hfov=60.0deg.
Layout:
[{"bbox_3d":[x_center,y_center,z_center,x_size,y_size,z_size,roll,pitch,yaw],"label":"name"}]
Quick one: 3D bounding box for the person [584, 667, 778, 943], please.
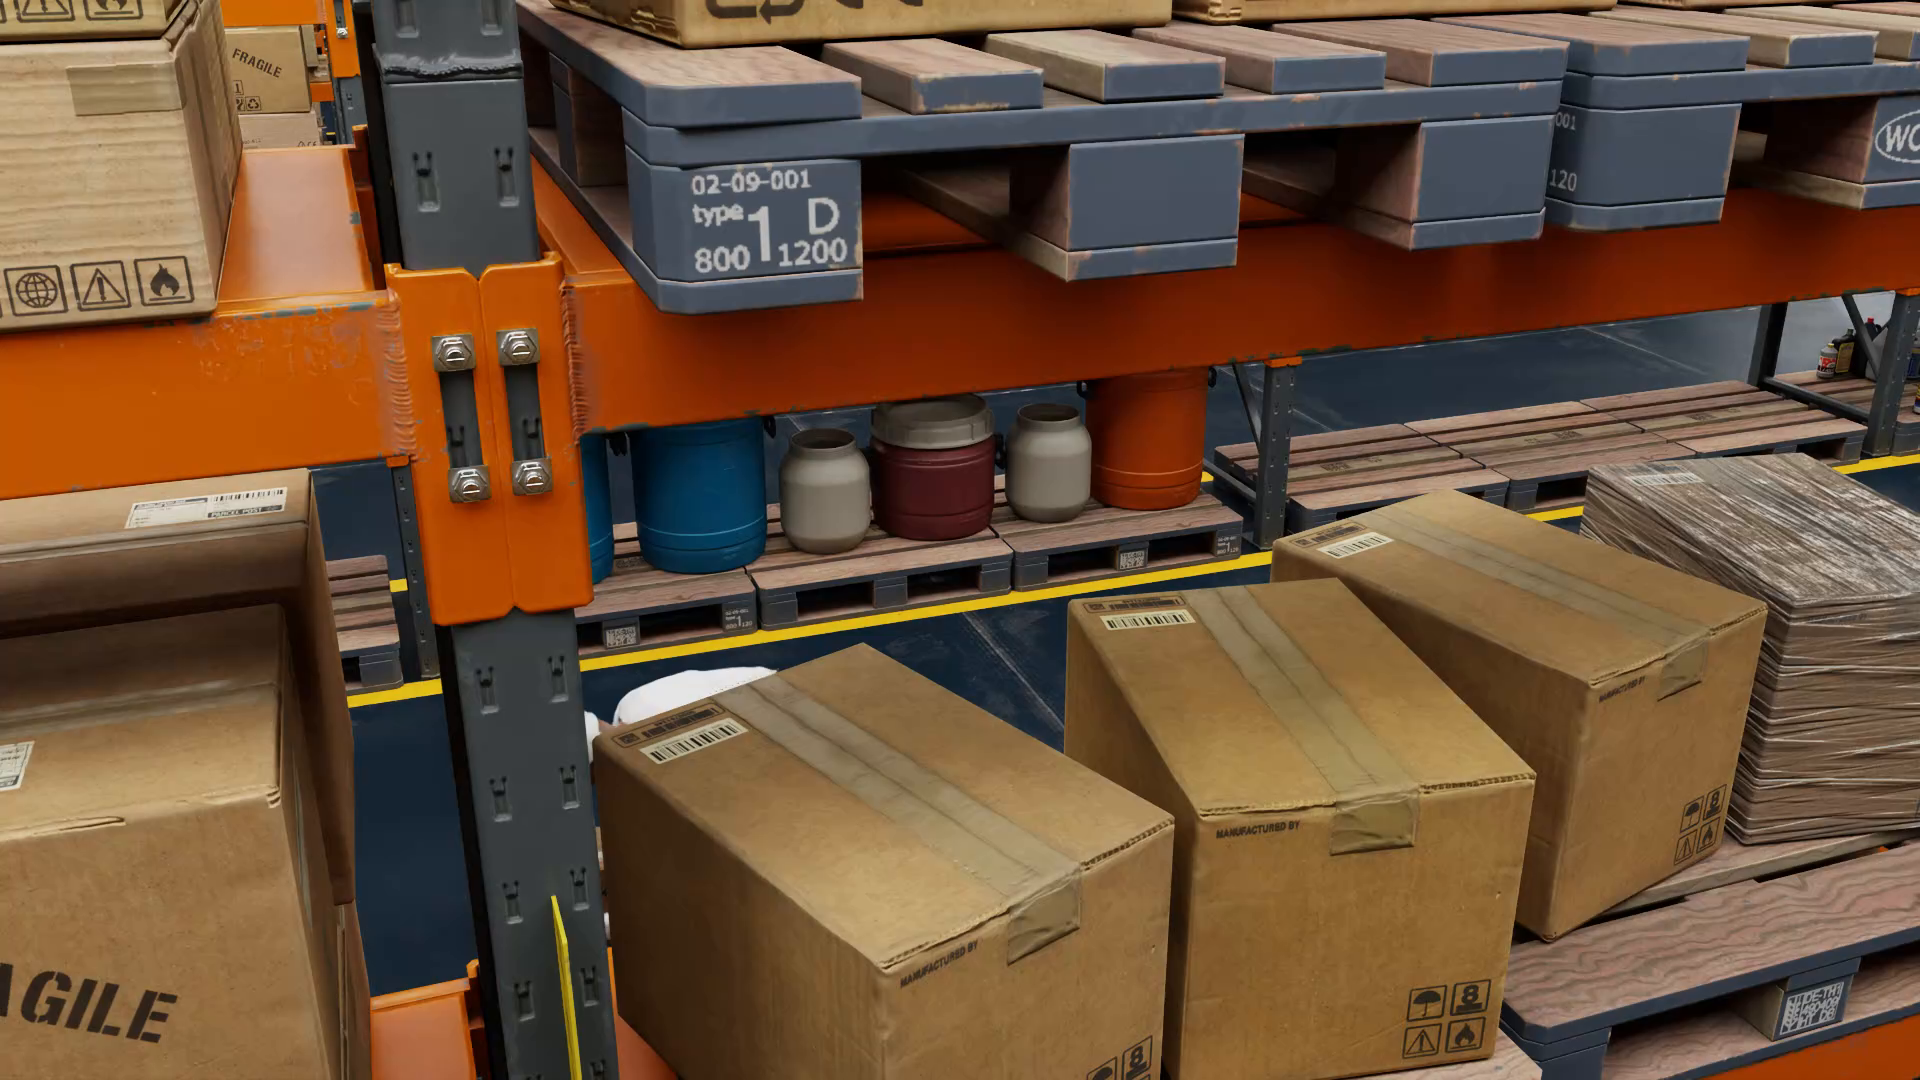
[{"bbox_3d":[-0.840,0.836,5.378,0.979,0.802,0.543,-9,24,-20],"label":"person"}]
